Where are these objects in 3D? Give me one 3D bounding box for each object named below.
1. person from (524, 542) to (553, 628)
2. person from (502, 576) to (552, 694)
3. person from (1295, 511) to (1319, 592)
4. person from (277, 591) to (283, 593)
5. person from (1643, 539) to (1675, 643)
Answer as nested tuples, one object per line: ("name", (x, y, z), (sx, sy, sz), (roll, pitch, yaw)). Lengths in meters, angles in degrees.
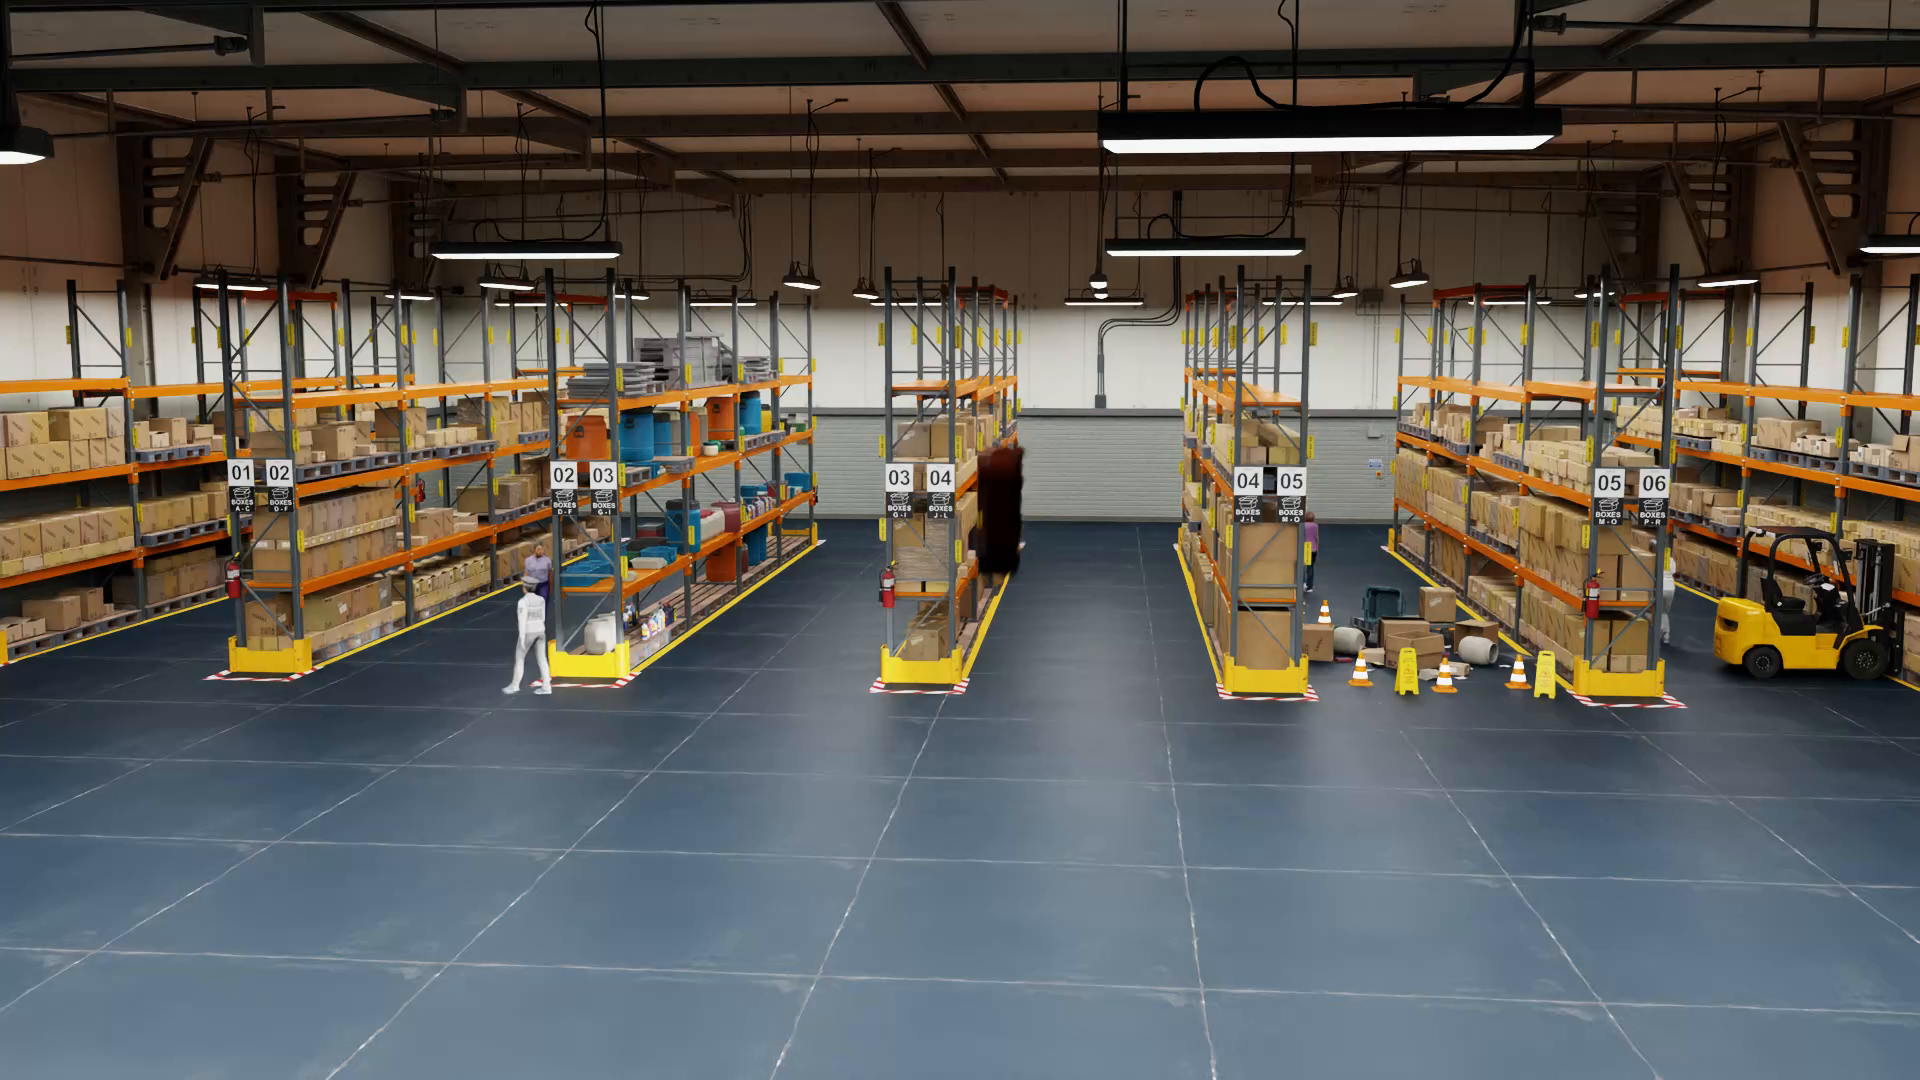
("person", (-7.126, 0.808, 28.100), (0.468, 1.560, 1.095), (-1, 7, -10))
("person", (-6.054, 1.341, 23.398), (0.799, 1.655, 0.519), (6, 9, 42))
("person", (6.860, 0.243, 32.756), (0.443, 1.620, 0.351), (-2, 7, -18))
("person", (-12.296, 0.469, 30.181), (0.487, 1.734, 1.017), (-1, 7, -5))
("person", (11.558, 0.850, 27.410), (0.590, 1.681, 0.774), (-1, 7, -6))
